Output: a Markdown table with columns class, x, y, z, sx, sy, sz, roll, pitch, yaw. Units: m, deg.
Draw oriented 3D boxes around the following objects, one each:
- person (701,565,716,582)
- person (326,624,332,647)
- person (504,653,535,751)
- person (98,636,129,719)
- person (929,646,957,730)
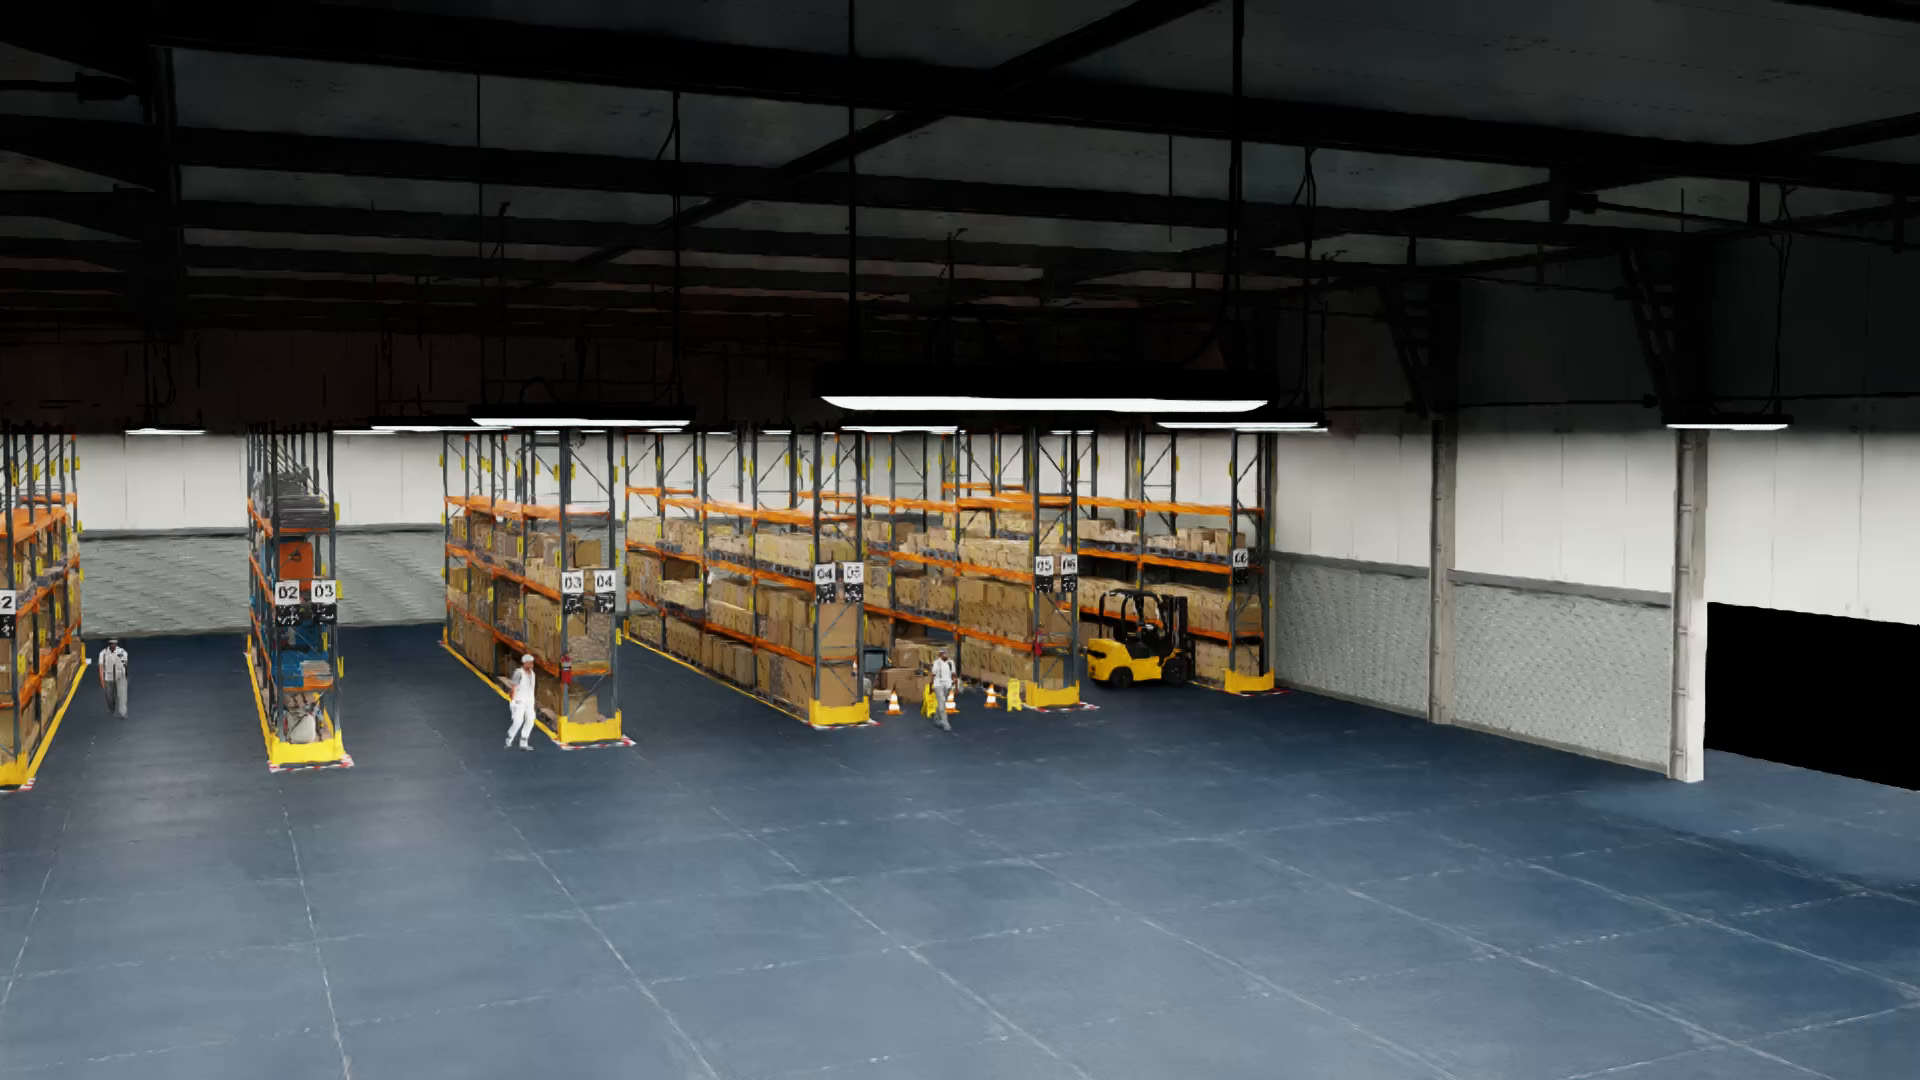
| class | x | y | z | sx | sy | sz | roll | pitch | yaw |
| --- | --- | --- | --- | --- | --- | --- | --- | --- | --- |
| person | -7.780 | 1.625 | 51.539 | 0.587 | 1.772 | 0.580 | 1 | 4 | 11 |
| person | -17.240 | 2.025 | 44.980 | 0.578 | 1.773 | 0.583 | -2 | 4 | -30 |
| person | -8.007 | 2.944 | 30.293 | 0.577 | 1.775 | 0.588 | 2 | 4 | 32 |
| person | -17.117 | 2.759 | 33.625 | 0.547 | 1.670 | 1.116 | -2 | 4 | -27 |
| person | -0.316 | 2.865 | 32.575 | 0.447 | 1.626 | 0.999 | -2 | 4 | -26 |
